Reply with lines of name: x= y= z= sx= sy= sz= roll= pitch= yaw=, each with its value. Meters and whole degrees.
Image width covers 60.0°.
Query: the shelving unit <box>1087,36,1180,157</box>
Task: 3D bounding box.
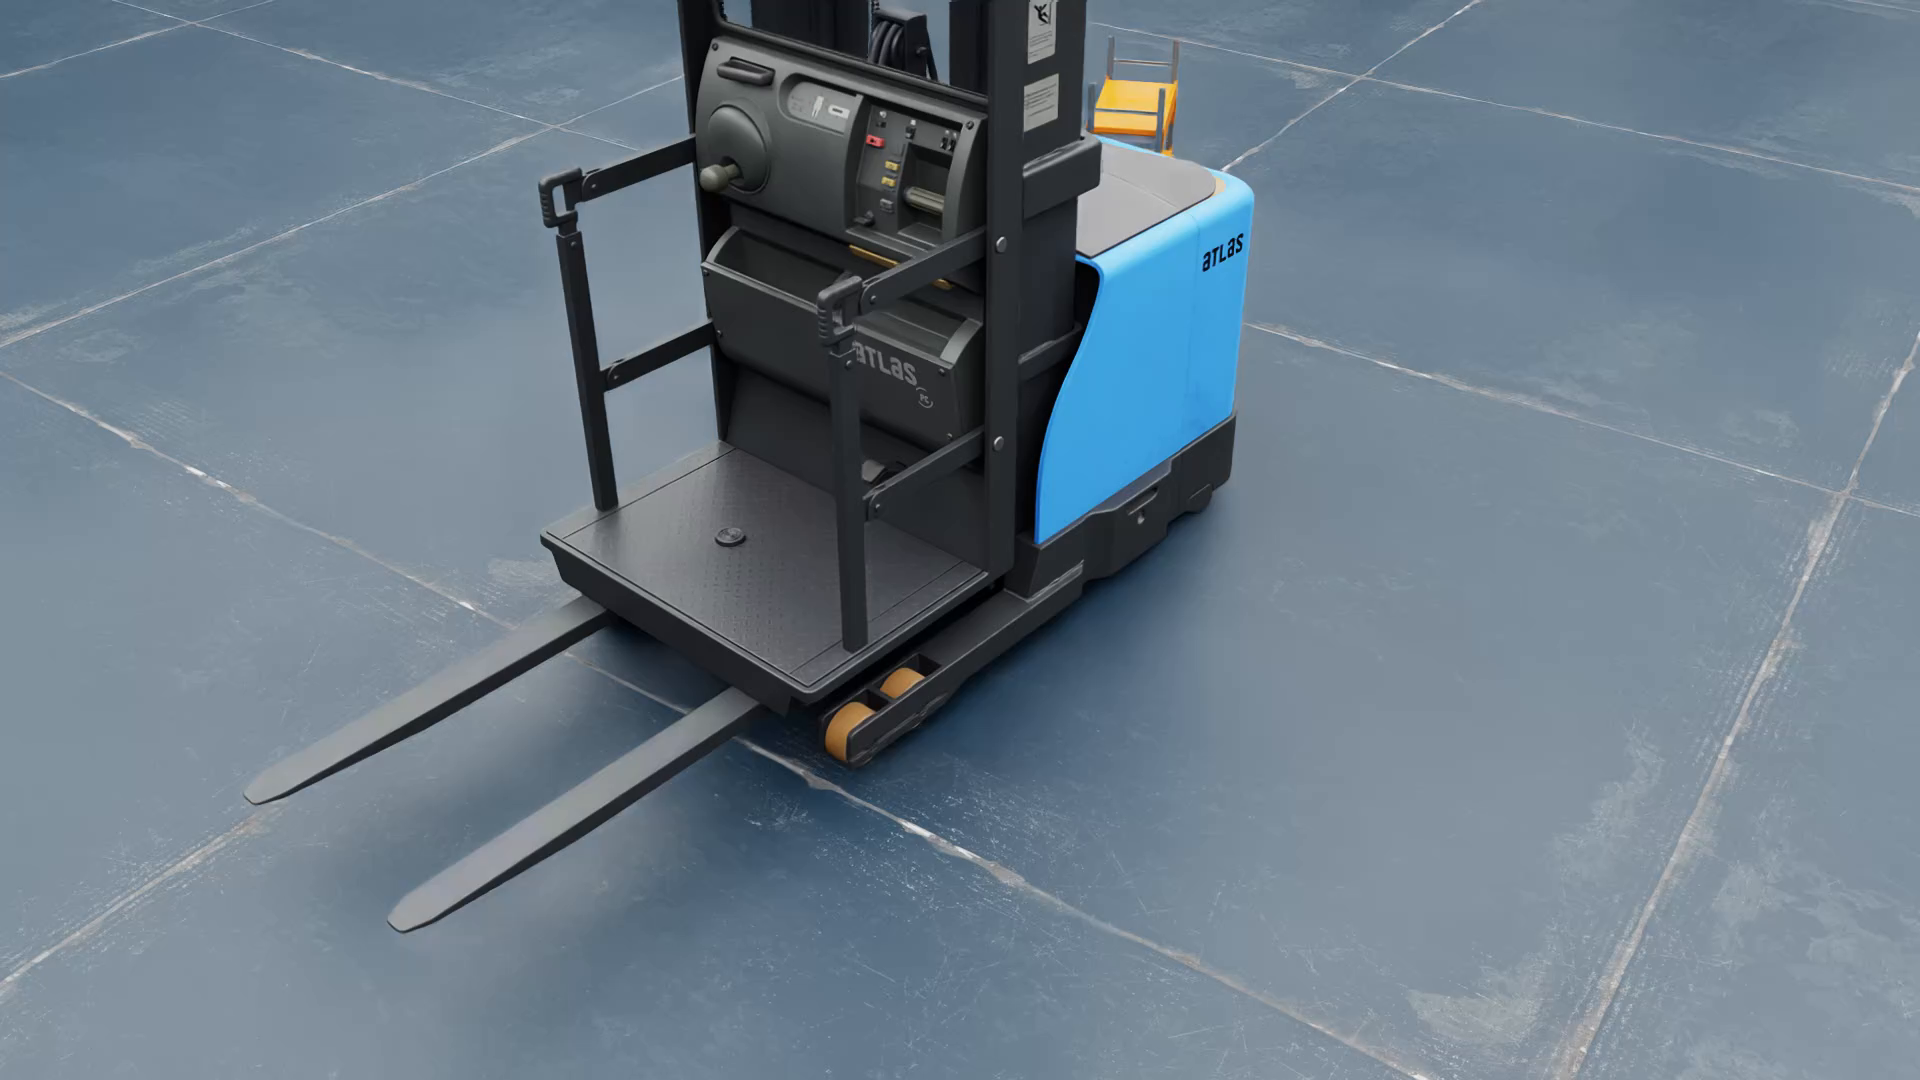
shelving unit: x=0.573 y=-1.060 z=5.747 sx=0.258 sy=1.200 sz=0.503 roll=6 pitch=35 yaw=9

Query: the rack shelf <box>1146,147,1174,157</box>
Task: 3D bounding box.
rack shelf: x=0.573 y=-1.190 z=5.659 sx=0.258 sy=0.148 sz=0.480 roll=6 pitch=35 yaw=9

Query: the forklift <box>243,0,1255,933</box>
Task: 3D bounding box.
forklift: x=-0.462 y=-0.940 z=4.024 sx=1.130 sy=2.935 sz=3.031 roll=26 pitch=42 yaw=33

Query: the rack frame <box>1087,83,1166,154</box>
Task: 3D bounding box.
rack frame: x=0.525 y=-0.926 z=5.549 sx=0.240 sy=1.200 sz=0.015 roll=6 pitch=35 yaw=9

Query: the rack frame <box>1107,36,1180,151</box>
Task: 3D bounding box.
rack frame: x=0.621 y=-1.194 z=5.945 sx=0.240 sy=1.200 sz=0.015 roll=6 pitch=35 yaw=9

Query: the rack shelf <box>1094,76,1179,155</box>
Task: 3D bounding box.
rack shelf: x=0.573 y=-1.386 z=5.527 sx=0.258 sy=0.148 sz=0.480 roll=6 pitch=35 yaw=9
